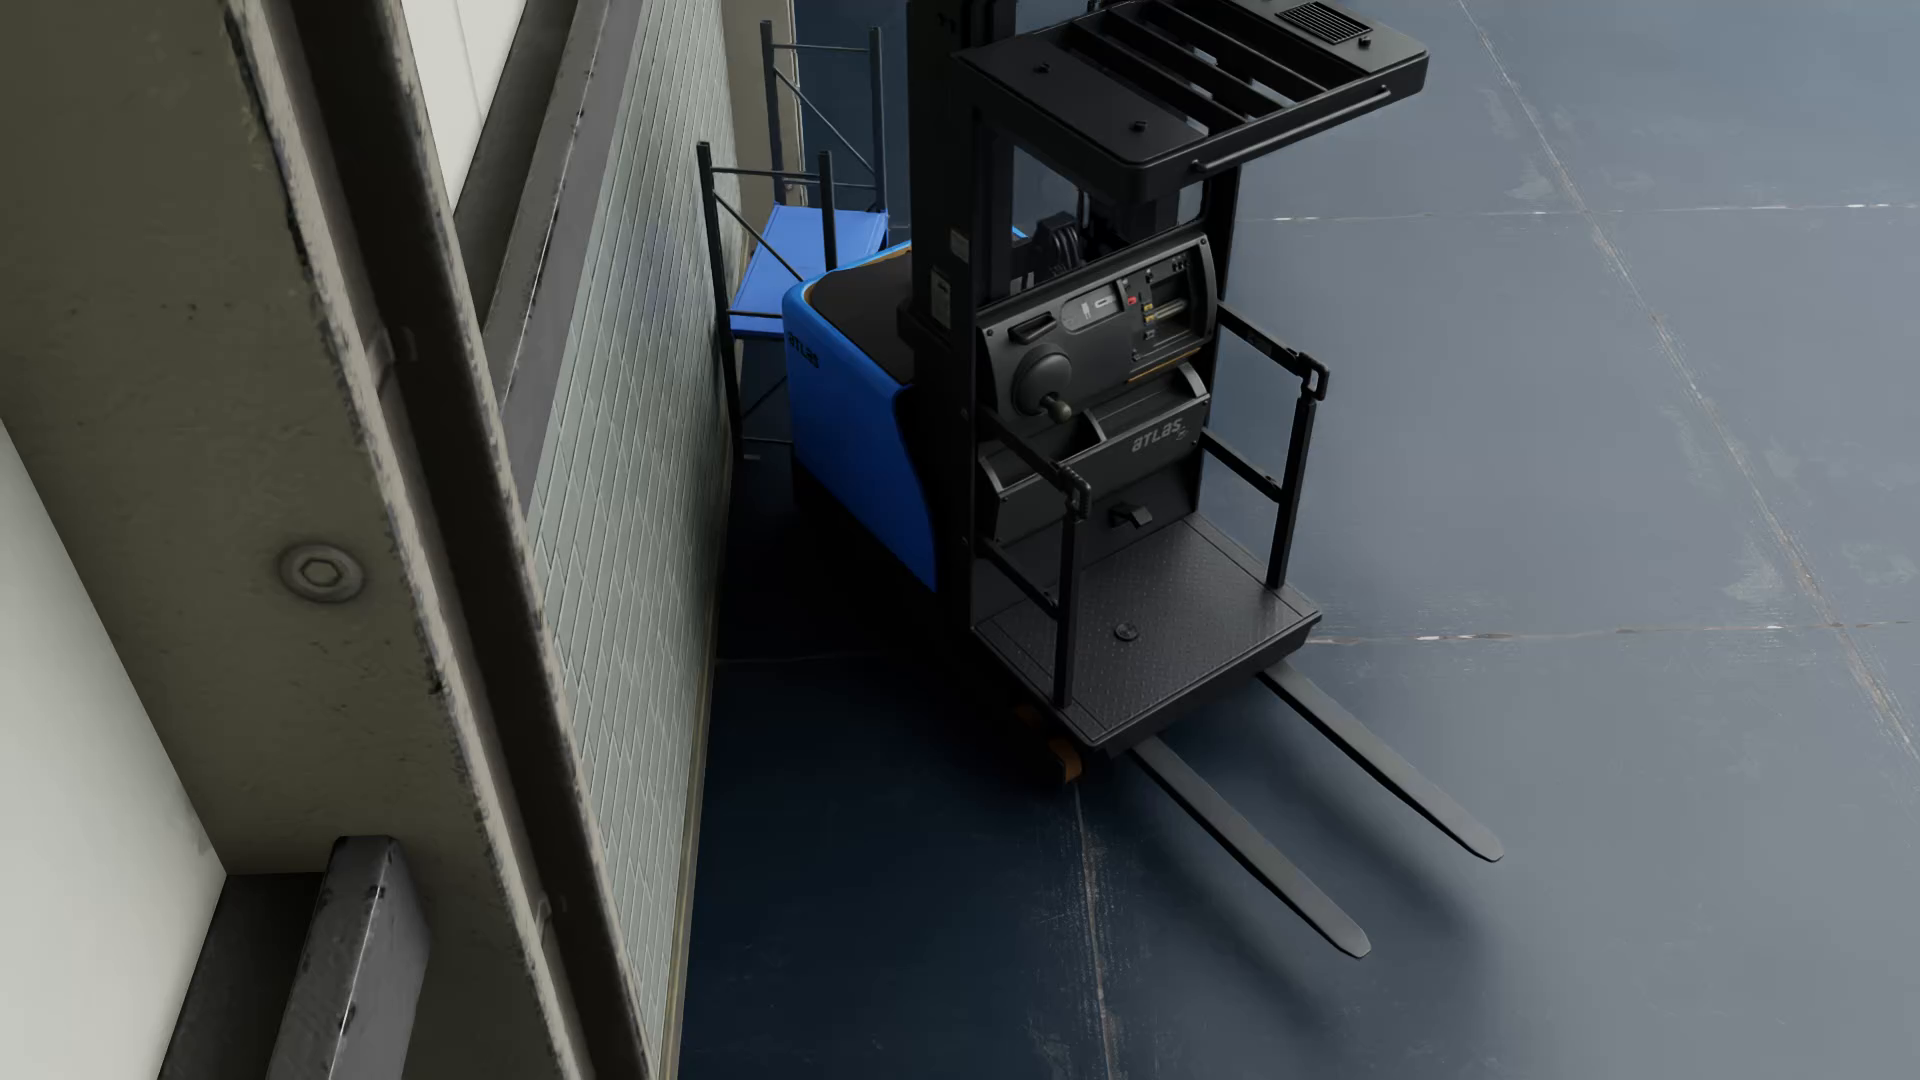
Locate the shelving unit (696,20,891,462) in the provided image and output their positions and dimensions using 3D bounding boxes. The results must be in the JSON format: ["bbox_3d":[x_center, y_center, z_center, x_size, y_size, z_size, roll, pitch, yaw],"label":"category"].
[{"bbox_3d":[-0.647,-1.226,6.977,0.538,1.500,1.048,5,43,6],"label":"shelving unit"}]

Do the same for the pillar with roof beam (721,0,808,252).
[{"bbox_3d":[3.368,-5.019,5.566,9.100,9.000,0.400,-2,43,-2],"label":"pillar with roof beam"}]

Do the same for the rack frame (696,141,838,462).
[{"bbox_3d":[-0.719,-0.886,6.606,0.500,1.500,0.032,5,43,6],"label":"rack frame"}]

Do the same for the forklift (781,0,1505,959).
[{"bbox_3d":[0.589,-0.607,5.243,1.130,2.935,3.031,-26,49,-26],"label":"forklift"}]

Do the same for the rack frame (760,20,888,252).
[{"bbox_3d":[-0.575,-1.566,7.348,0.500,1.500,0.032,5,43,6],"label":"rack frame"}]

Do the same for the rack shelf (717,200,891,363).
[{"bbox_3d":[-0.647,-1.093,7.098,0.538,0.185,1.000,5,43,6],"label":"rack shelf"}]
